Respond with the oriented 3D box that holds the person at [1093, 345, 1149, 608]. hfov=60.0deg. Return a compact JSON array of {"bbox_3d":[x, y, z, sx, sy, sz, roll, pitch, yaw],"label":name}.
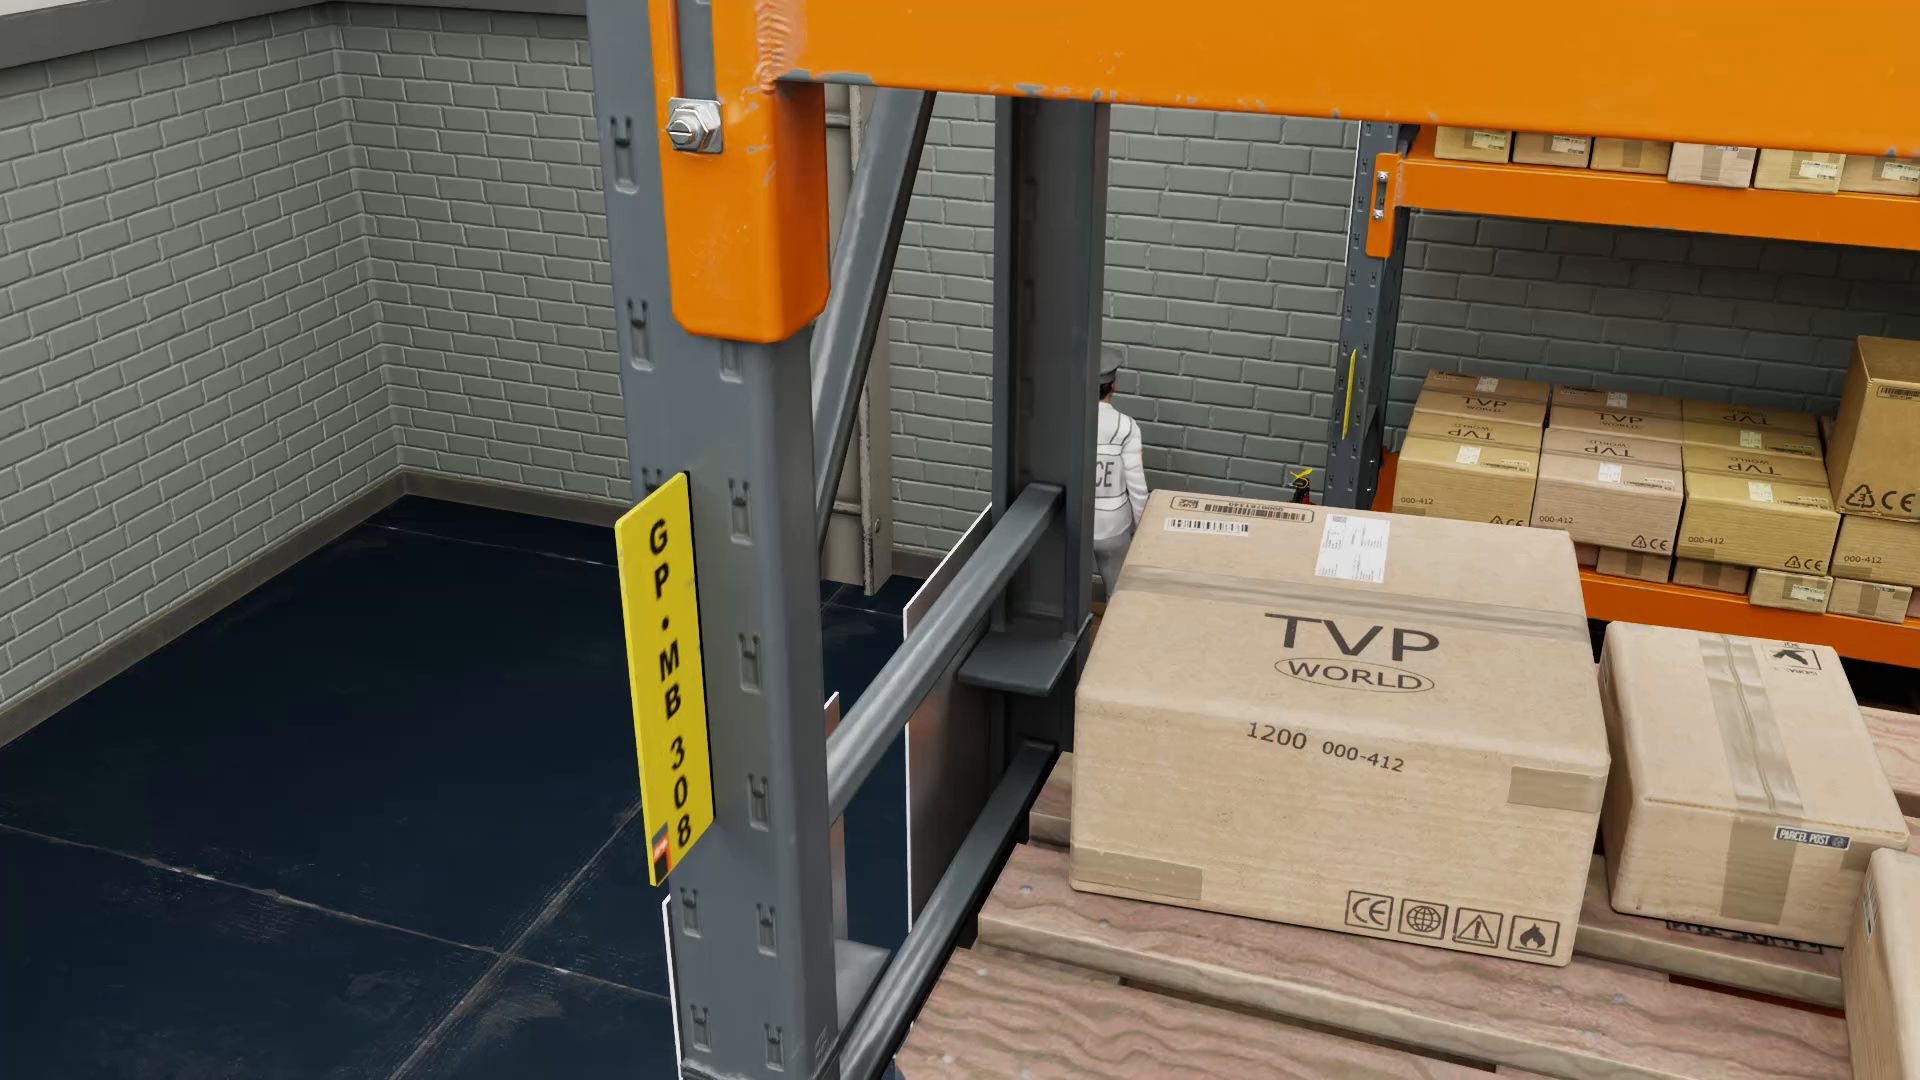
[{"bbox_3d":[0.616,-0.060,7.732,0.538,1.663,0.378,8,27,16],"label":"person"}]
